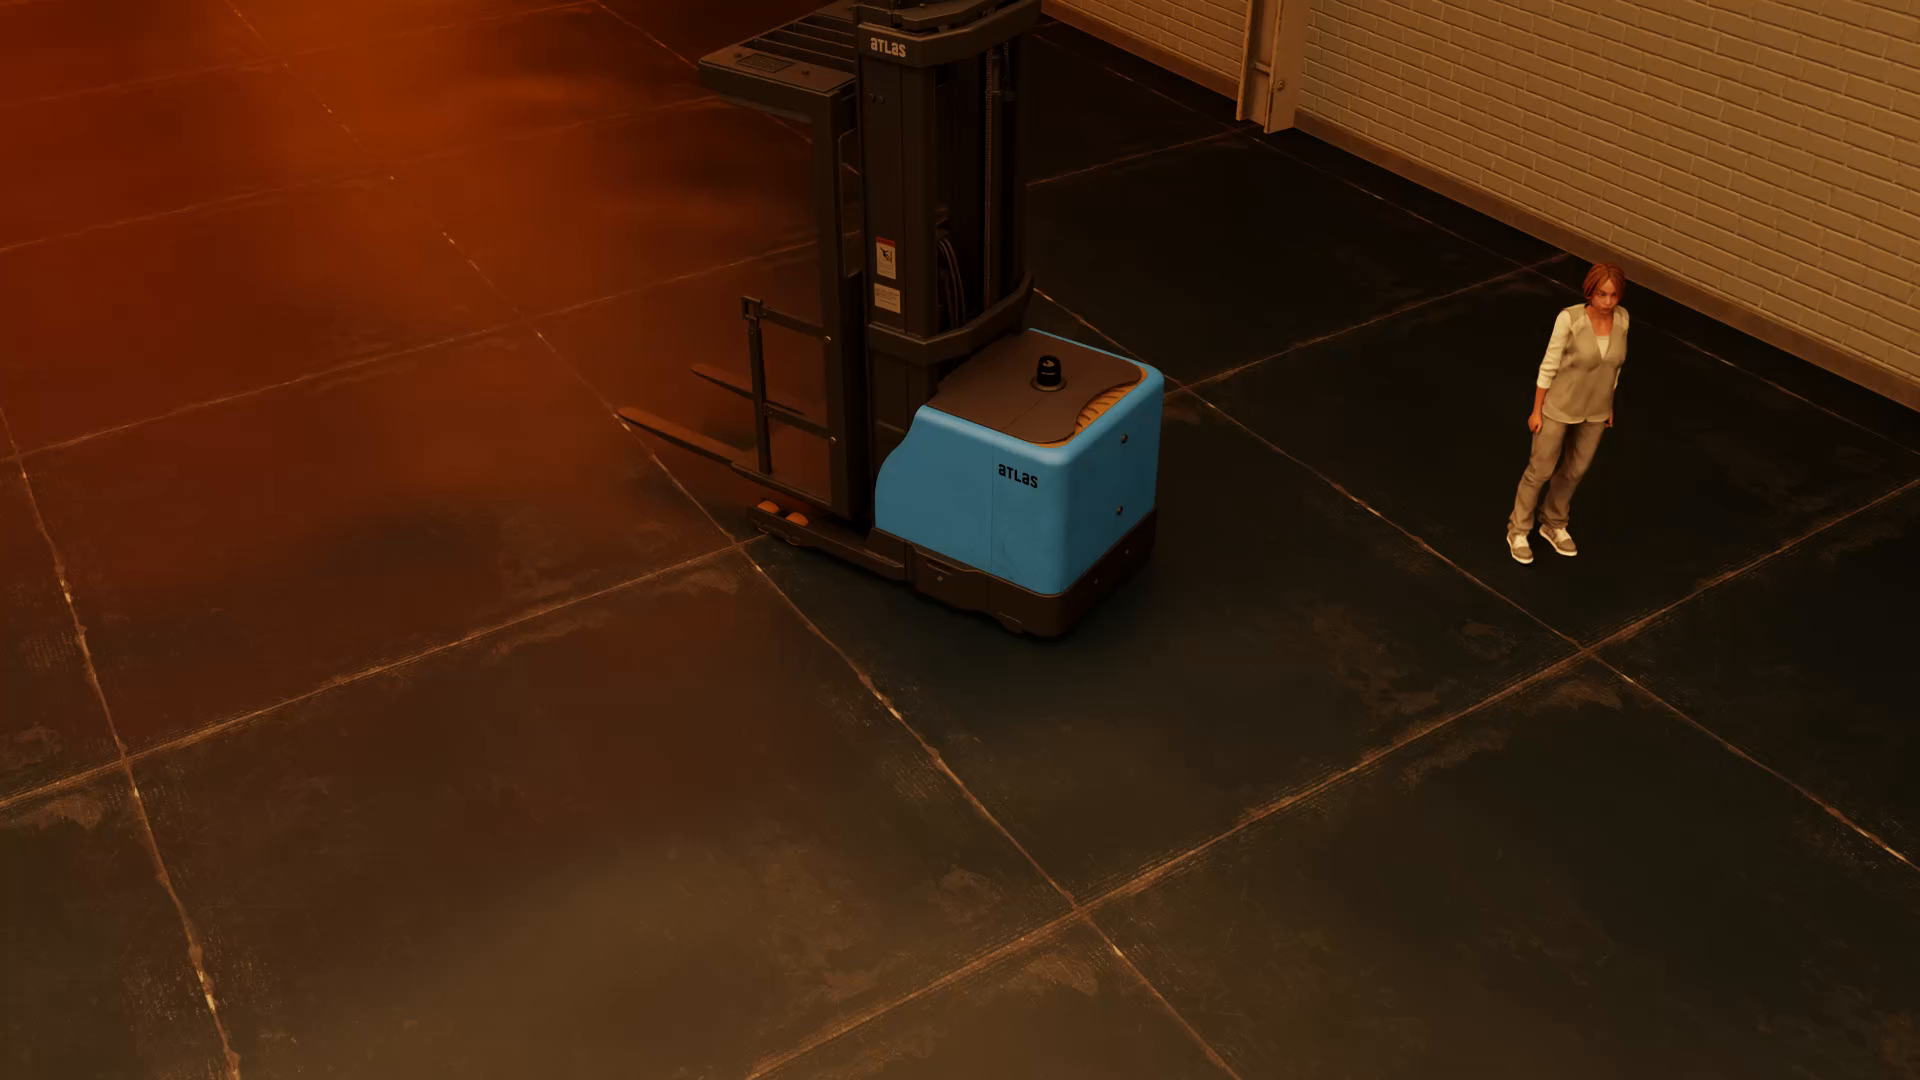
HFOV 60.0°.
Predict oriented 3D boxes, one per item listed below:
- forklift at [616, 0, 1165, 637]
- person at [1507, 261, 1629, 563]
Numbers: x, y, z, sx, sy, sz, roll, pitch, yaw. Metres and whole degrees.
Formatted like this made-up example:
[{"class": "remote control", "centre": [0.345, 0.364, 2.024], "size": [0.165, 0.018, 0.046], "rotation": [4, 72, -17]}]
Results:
[{"class": "forklift", "centre": [-0.500, -1.399, 8.138], "size": [3.031, 2.935, 1.130], "rotation": [22, 41, 28]}, {"class": "person", "centre": [3.022, -0.622, 8.191], "size": [0.437, 1.603, 0.325], "rotation": [-5, 35, -7]}]
